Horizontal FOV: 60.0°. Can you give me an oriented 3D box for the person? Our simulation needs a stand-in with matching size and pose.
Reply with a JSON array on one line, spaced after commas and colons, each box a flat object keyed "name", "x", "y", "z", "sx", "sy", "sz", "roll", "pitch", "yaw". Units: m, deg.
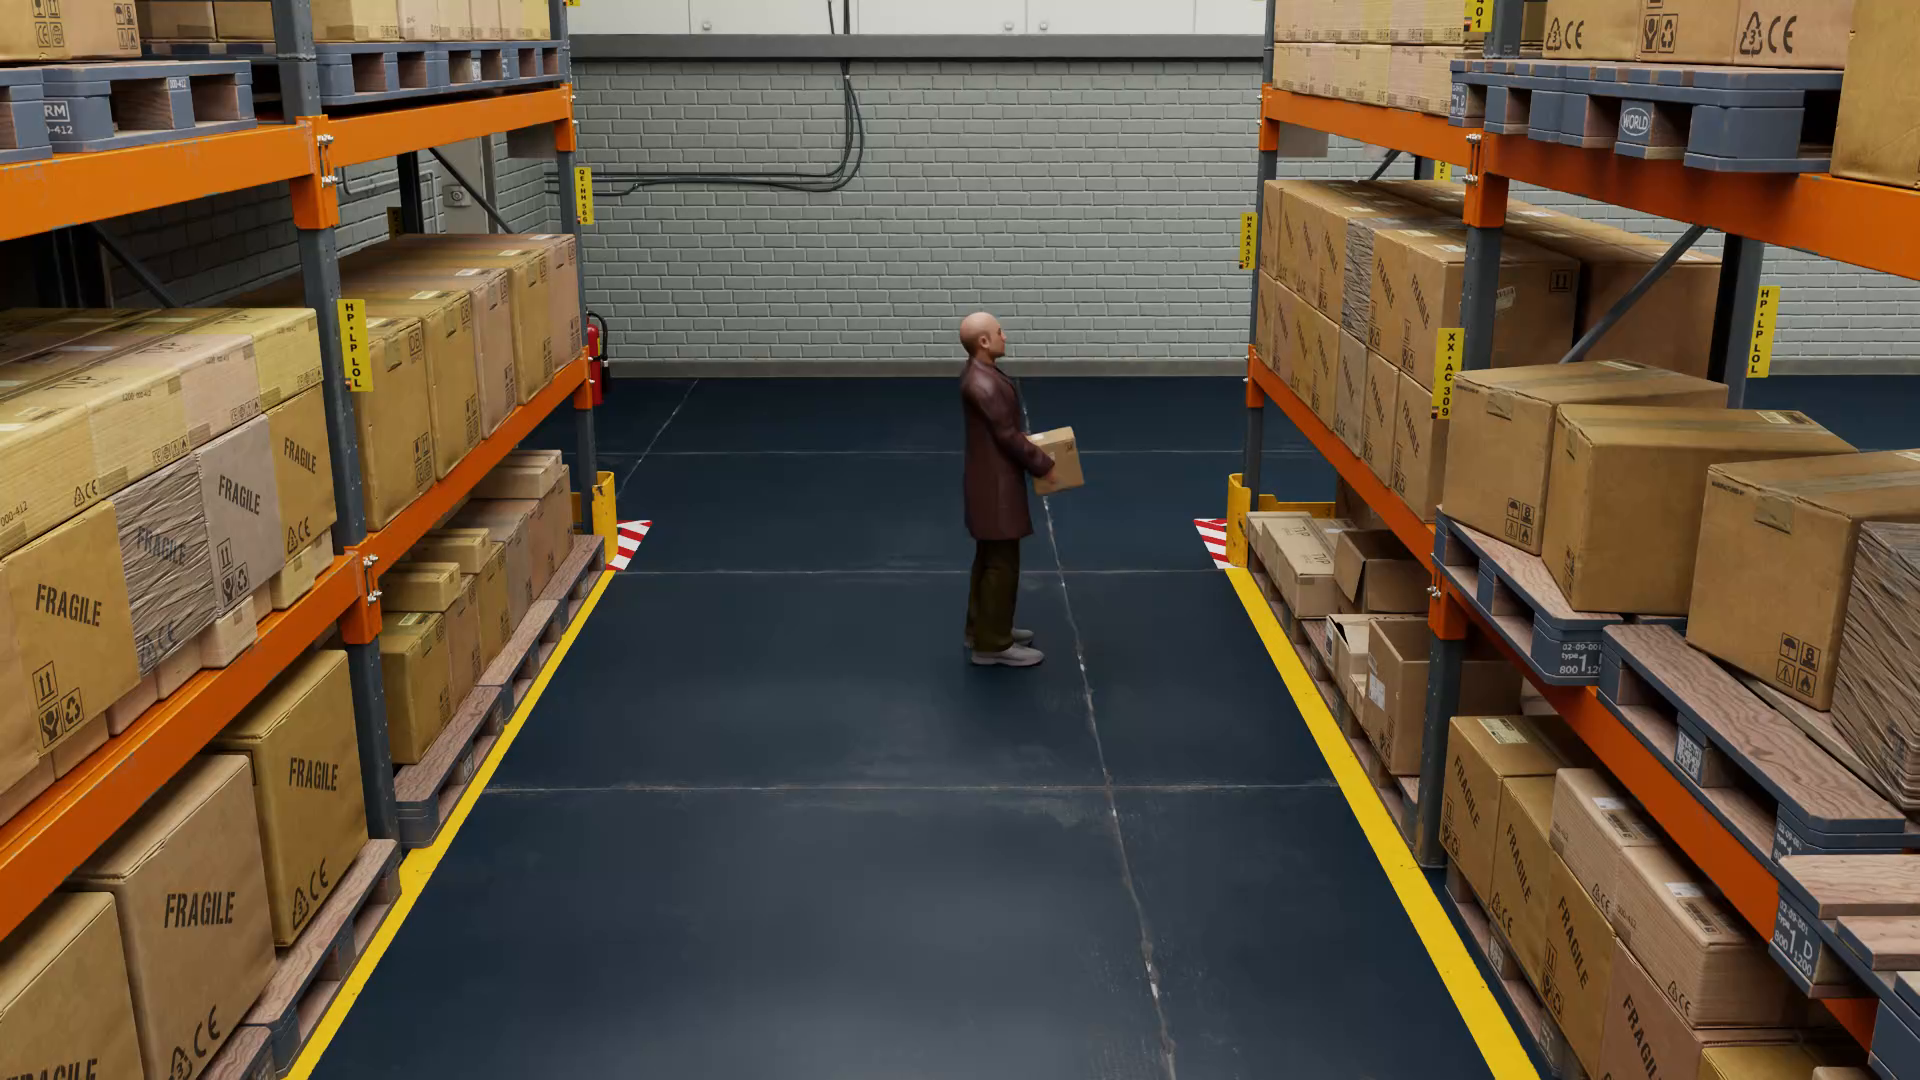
[{"name": "person", "x": 0.267, "y": -0.269, "z": 8.450, "sx": 0.553, "sy": 1.778, "sz": 0.541, "roll": -2, "pitch": 17, "yaw": -6}]
